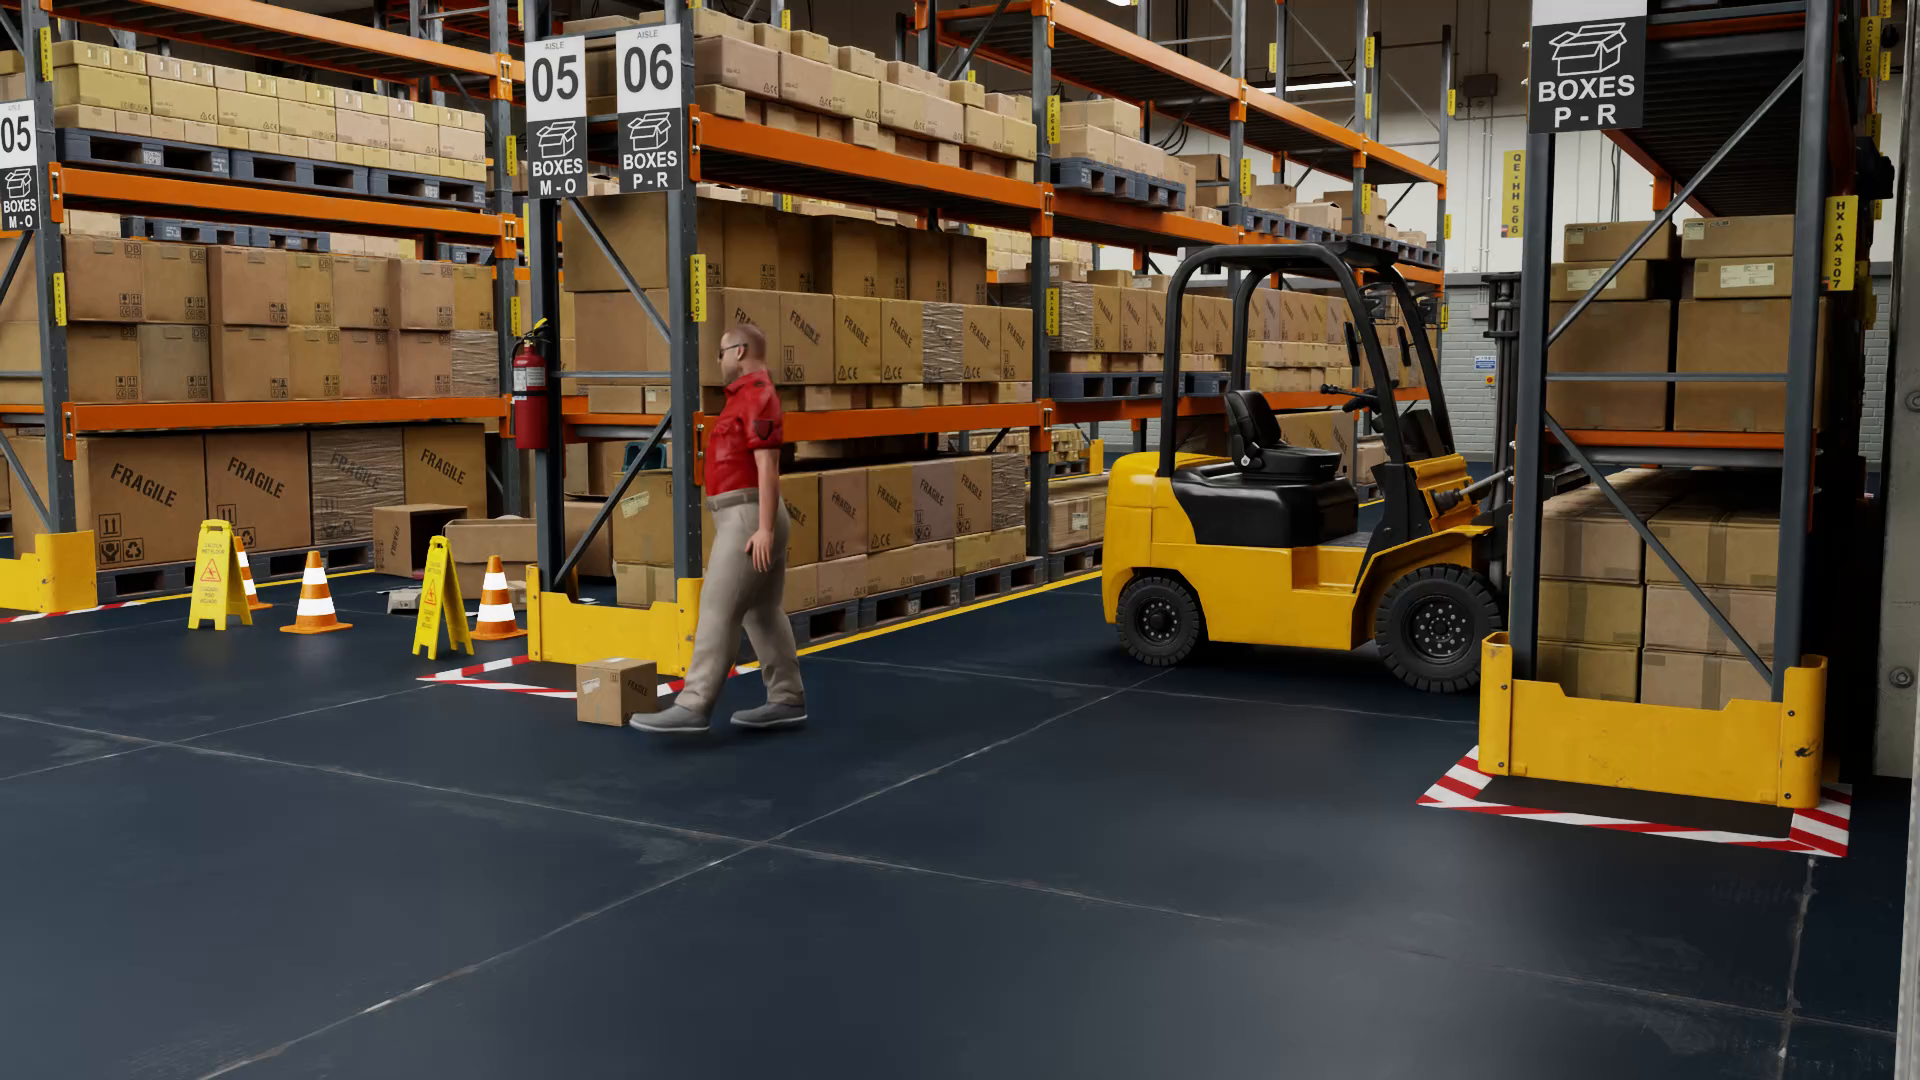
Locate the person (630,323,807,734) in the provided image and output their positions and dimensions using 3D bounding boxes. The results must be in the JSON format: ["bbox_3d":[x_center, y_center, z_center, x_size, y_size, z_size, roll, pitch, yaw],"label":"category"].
[{"bbox_3d":[-1.017,-0.052,6.989,0.737,1.708,0.575,-1,6,-7],"label":"person"}]
